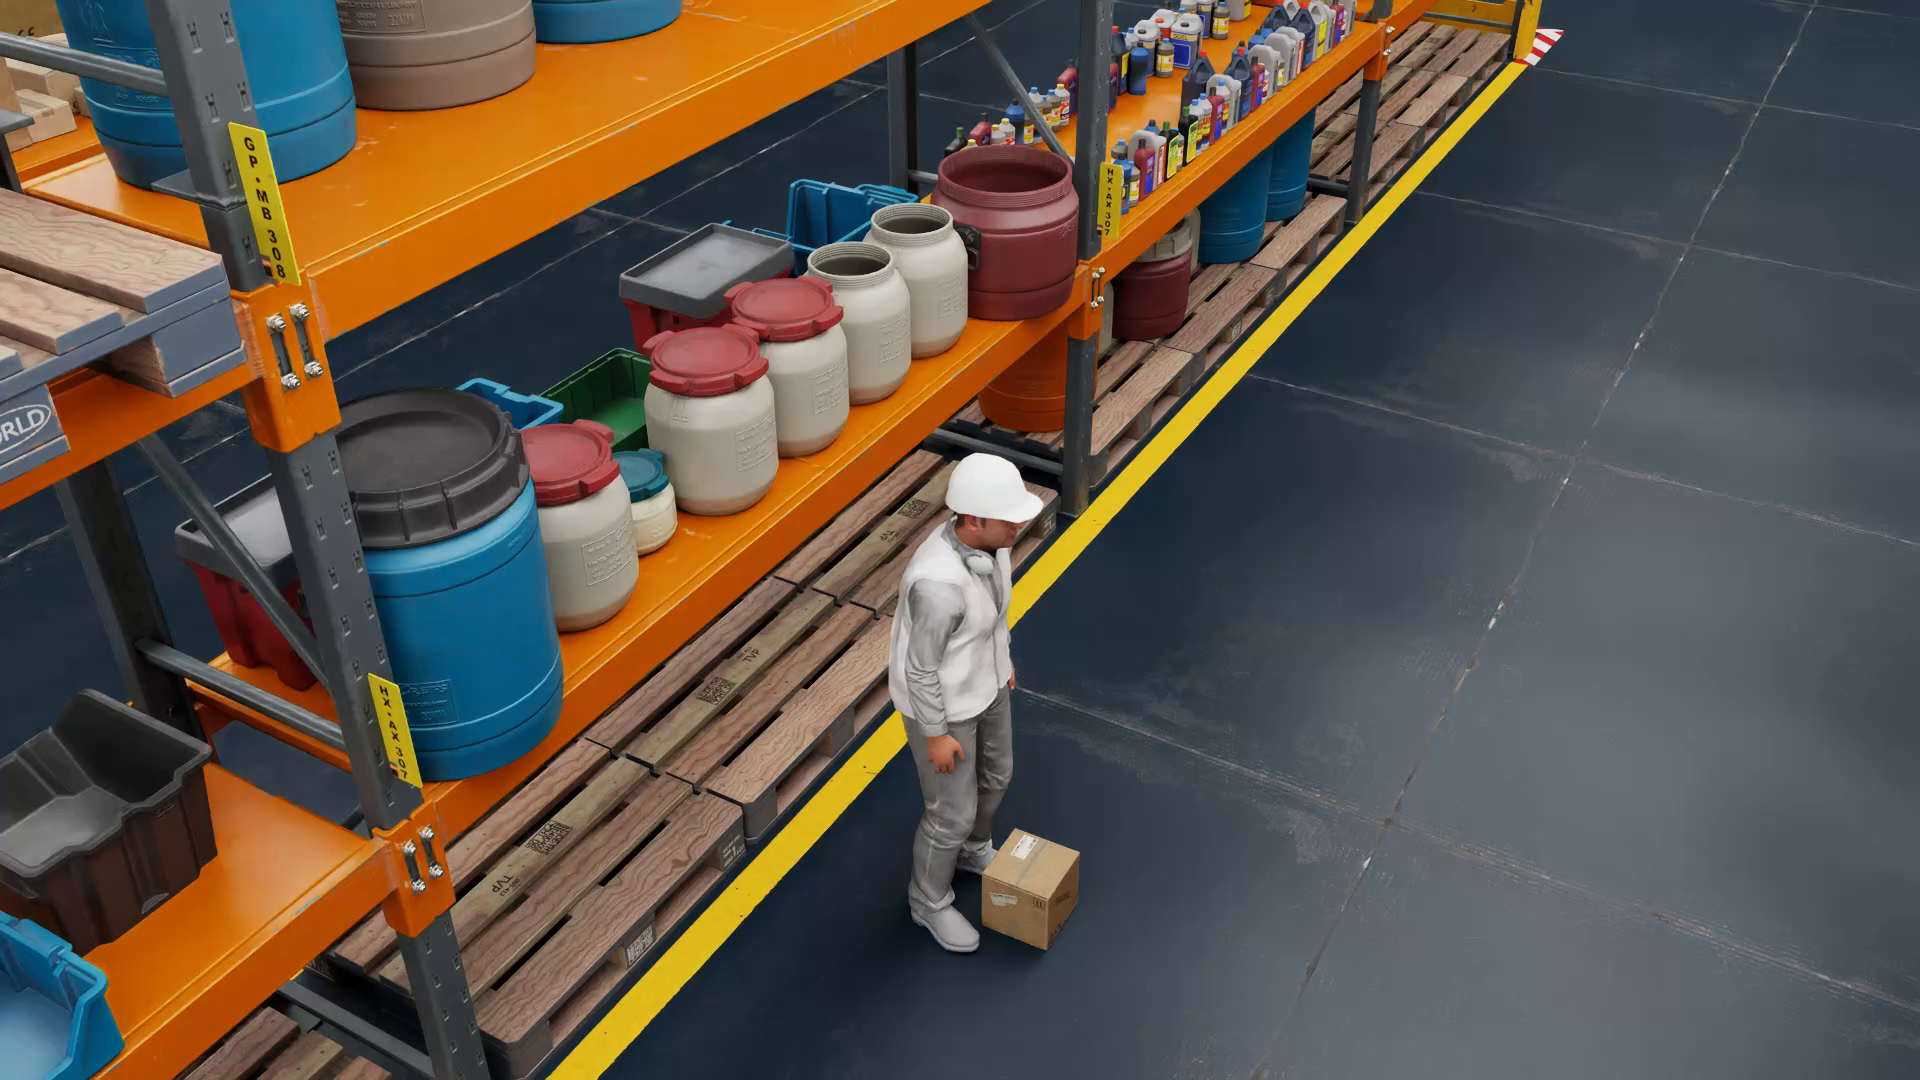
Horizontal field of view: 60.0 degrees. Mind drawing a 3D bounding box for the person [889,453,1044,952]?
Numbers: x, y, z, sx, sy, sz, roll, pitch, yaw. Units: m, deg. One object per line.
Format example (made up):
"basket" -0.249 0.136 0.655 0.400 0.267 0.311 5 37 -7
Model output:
"person" 0.015 0.492 5.387 0.464 1.771 0.593 15 37 22
